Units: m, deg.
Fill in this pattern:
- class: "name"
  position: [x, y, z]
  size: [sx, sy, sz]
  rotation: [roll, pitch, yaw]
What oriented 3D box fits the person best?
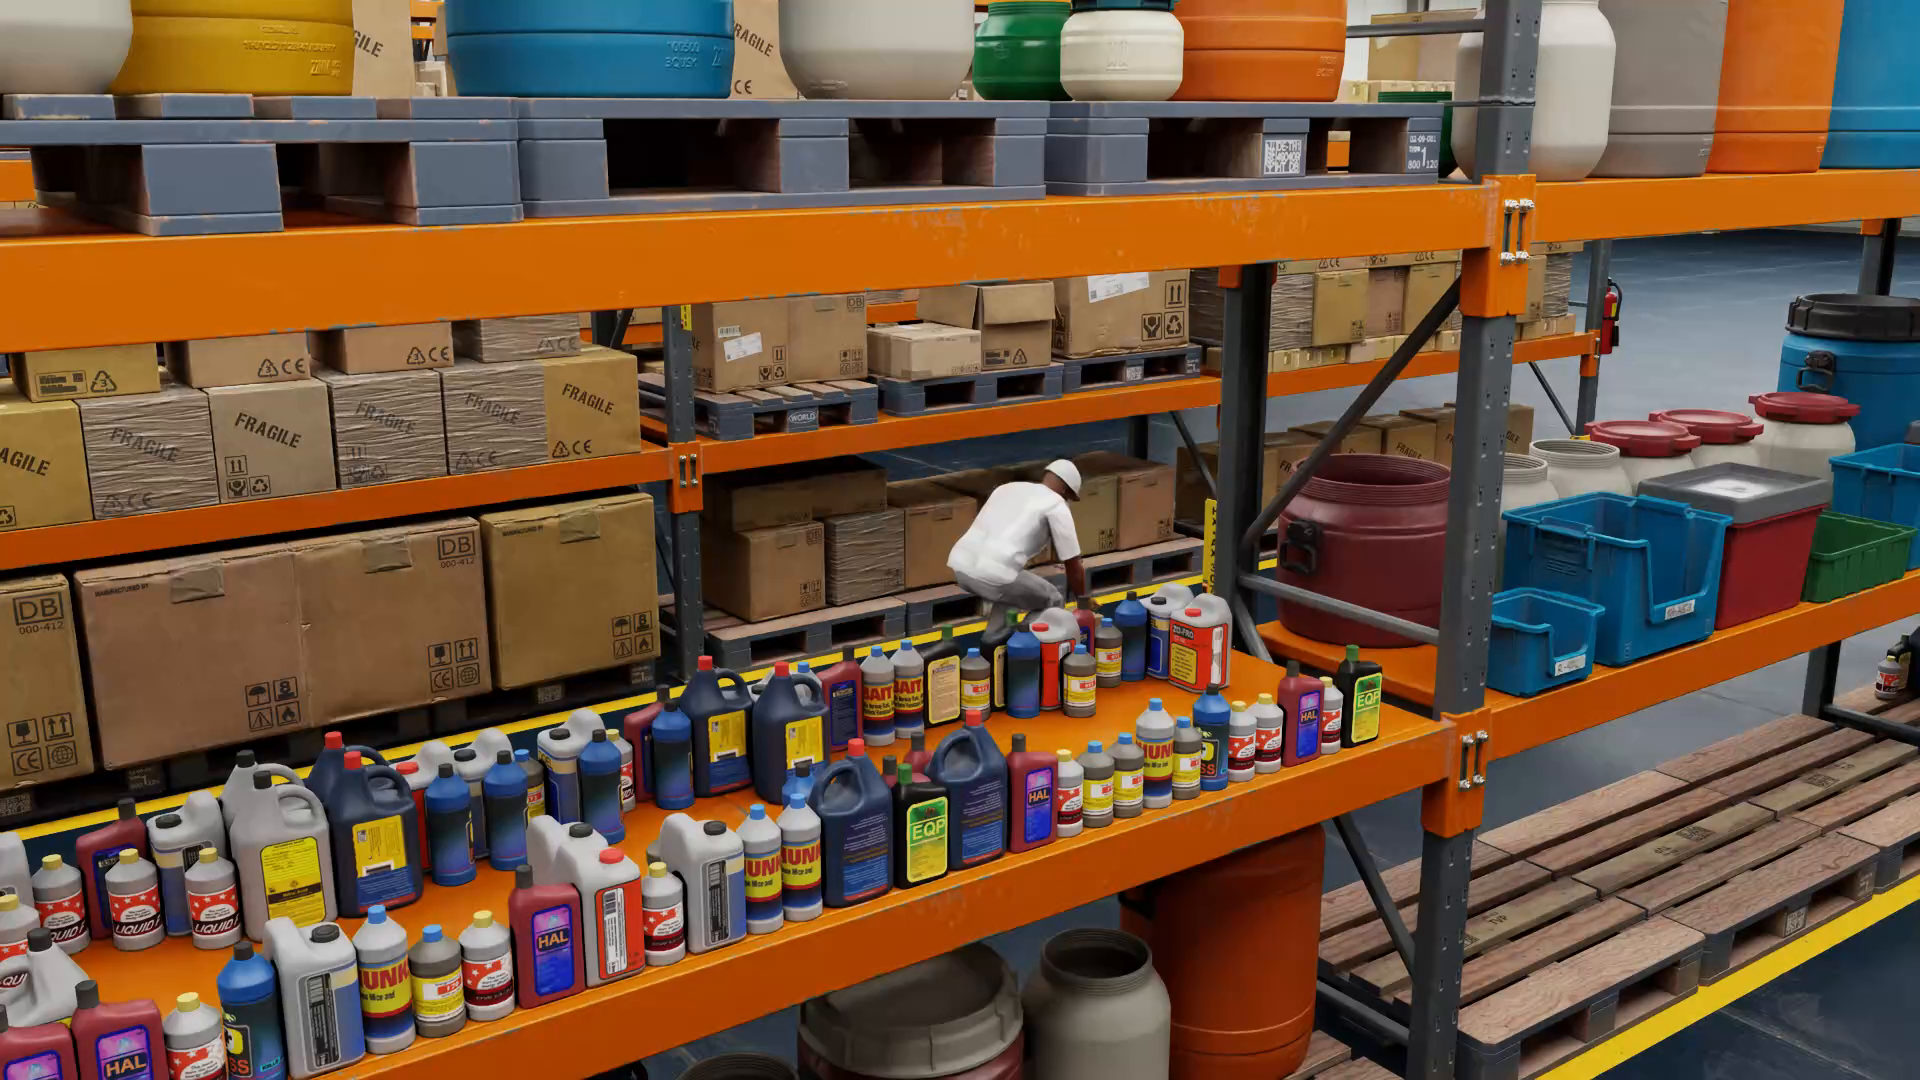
- class: "person"
  position: [0.318, 0.155, 9.122]
  size: [0.862, 1.140, 0.611]
  rotation: [-10, 18, -35]
